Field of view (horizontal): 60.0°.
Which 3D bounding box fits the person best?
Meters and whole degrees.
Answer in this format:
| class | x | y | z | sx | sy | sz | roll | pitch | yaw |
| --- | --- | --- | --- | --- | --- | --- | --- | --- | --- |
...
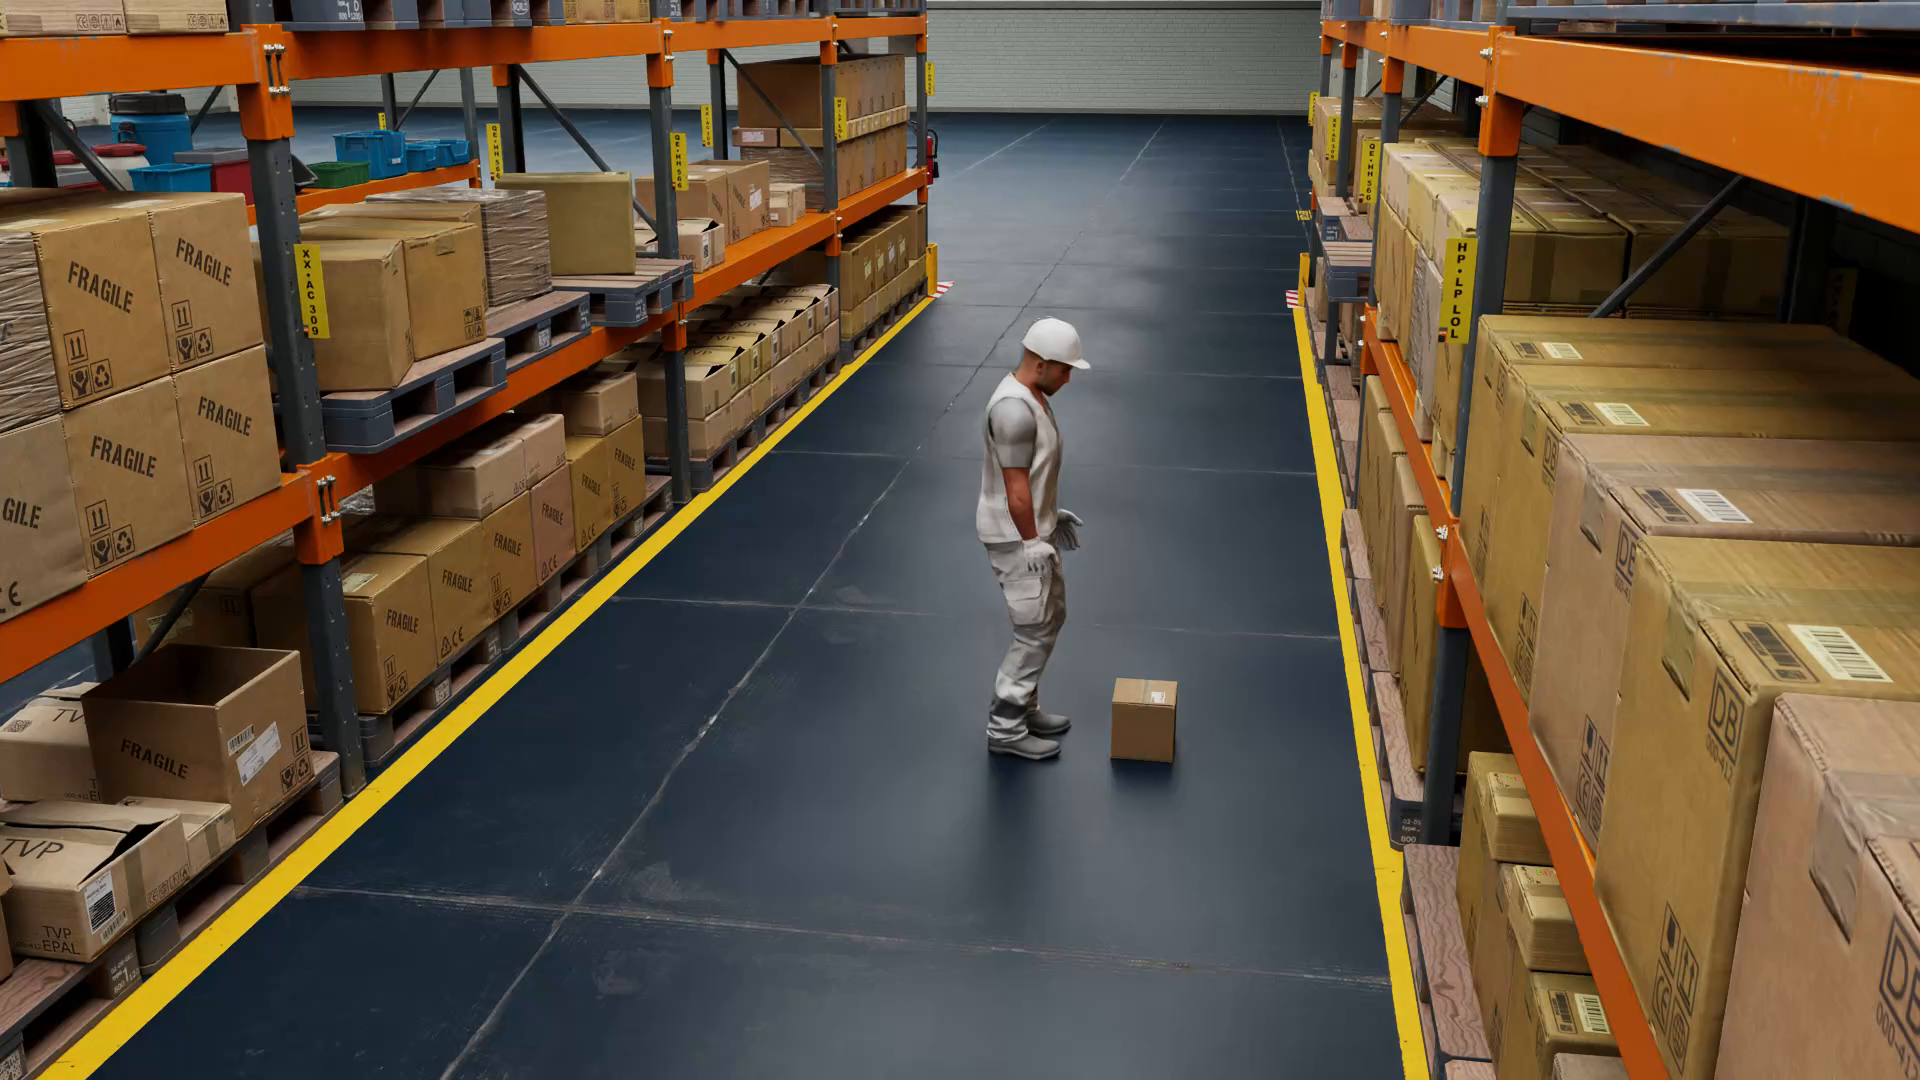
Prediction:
| class | x | y | z | sx | sy | sz | roll | pitch | yaw |
| --- | --- | --- | --- | --- | --- | --- | --- | --- | --- |
| person | 0.289 | -0.014 | 6.619 | 0.427 | 1.751 | 0.538 | 3 | 18 | 10 |
